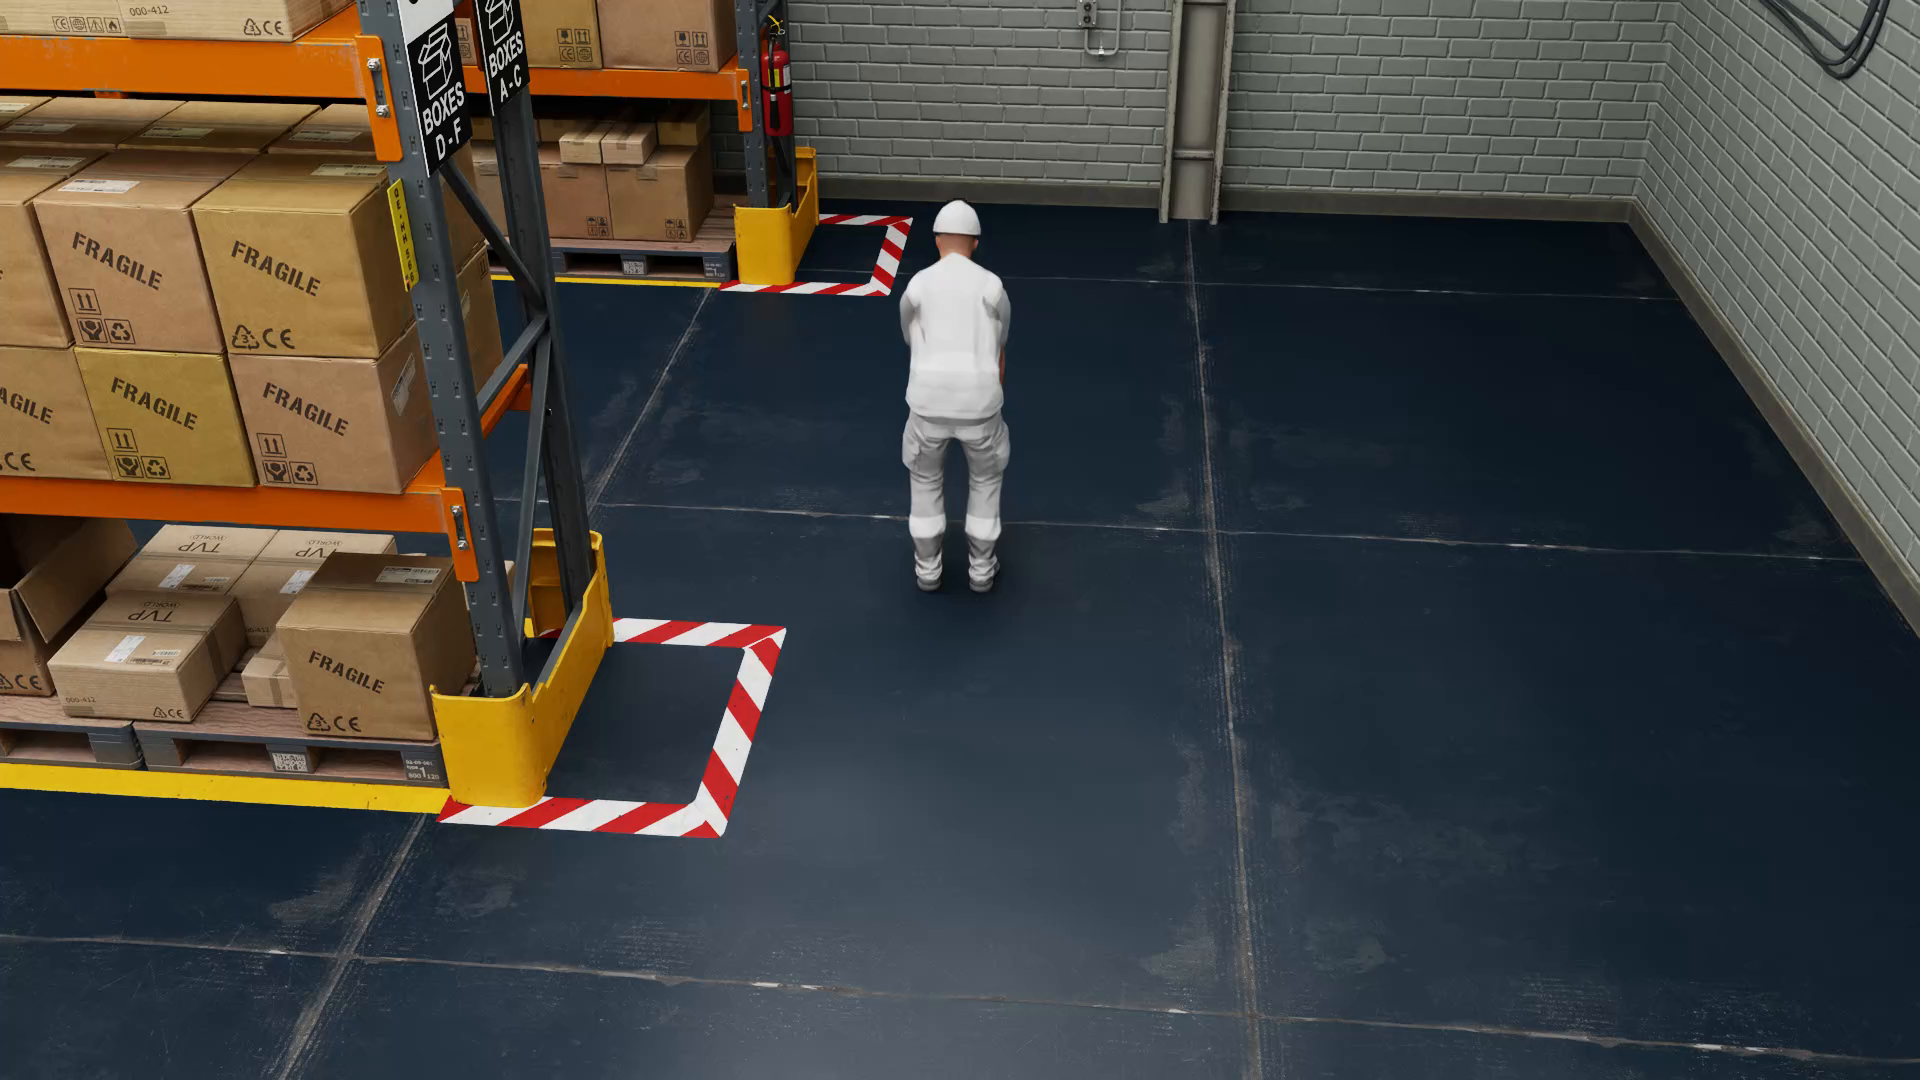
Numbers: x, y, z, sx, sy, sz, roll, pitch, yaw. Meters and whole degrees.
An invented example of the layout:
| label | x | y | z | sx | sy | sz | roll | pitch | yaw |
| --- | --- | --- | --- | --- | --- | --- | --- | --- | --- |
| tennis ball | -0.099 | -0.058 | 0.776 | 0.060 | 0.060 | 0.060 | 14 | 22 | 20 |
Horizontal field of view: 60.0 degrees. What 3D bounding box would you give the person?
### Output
| label | x | y | z | sx | sy | sz | roll | pitch | yaw |
| --- | --- | --- | --- | --- | --- | --- | --- | --- | --- |
| person | -0.017 | -0.609 | 7.225 | 0.483 | 1.655 | 0.715 | 2 | 32 | 3 |
